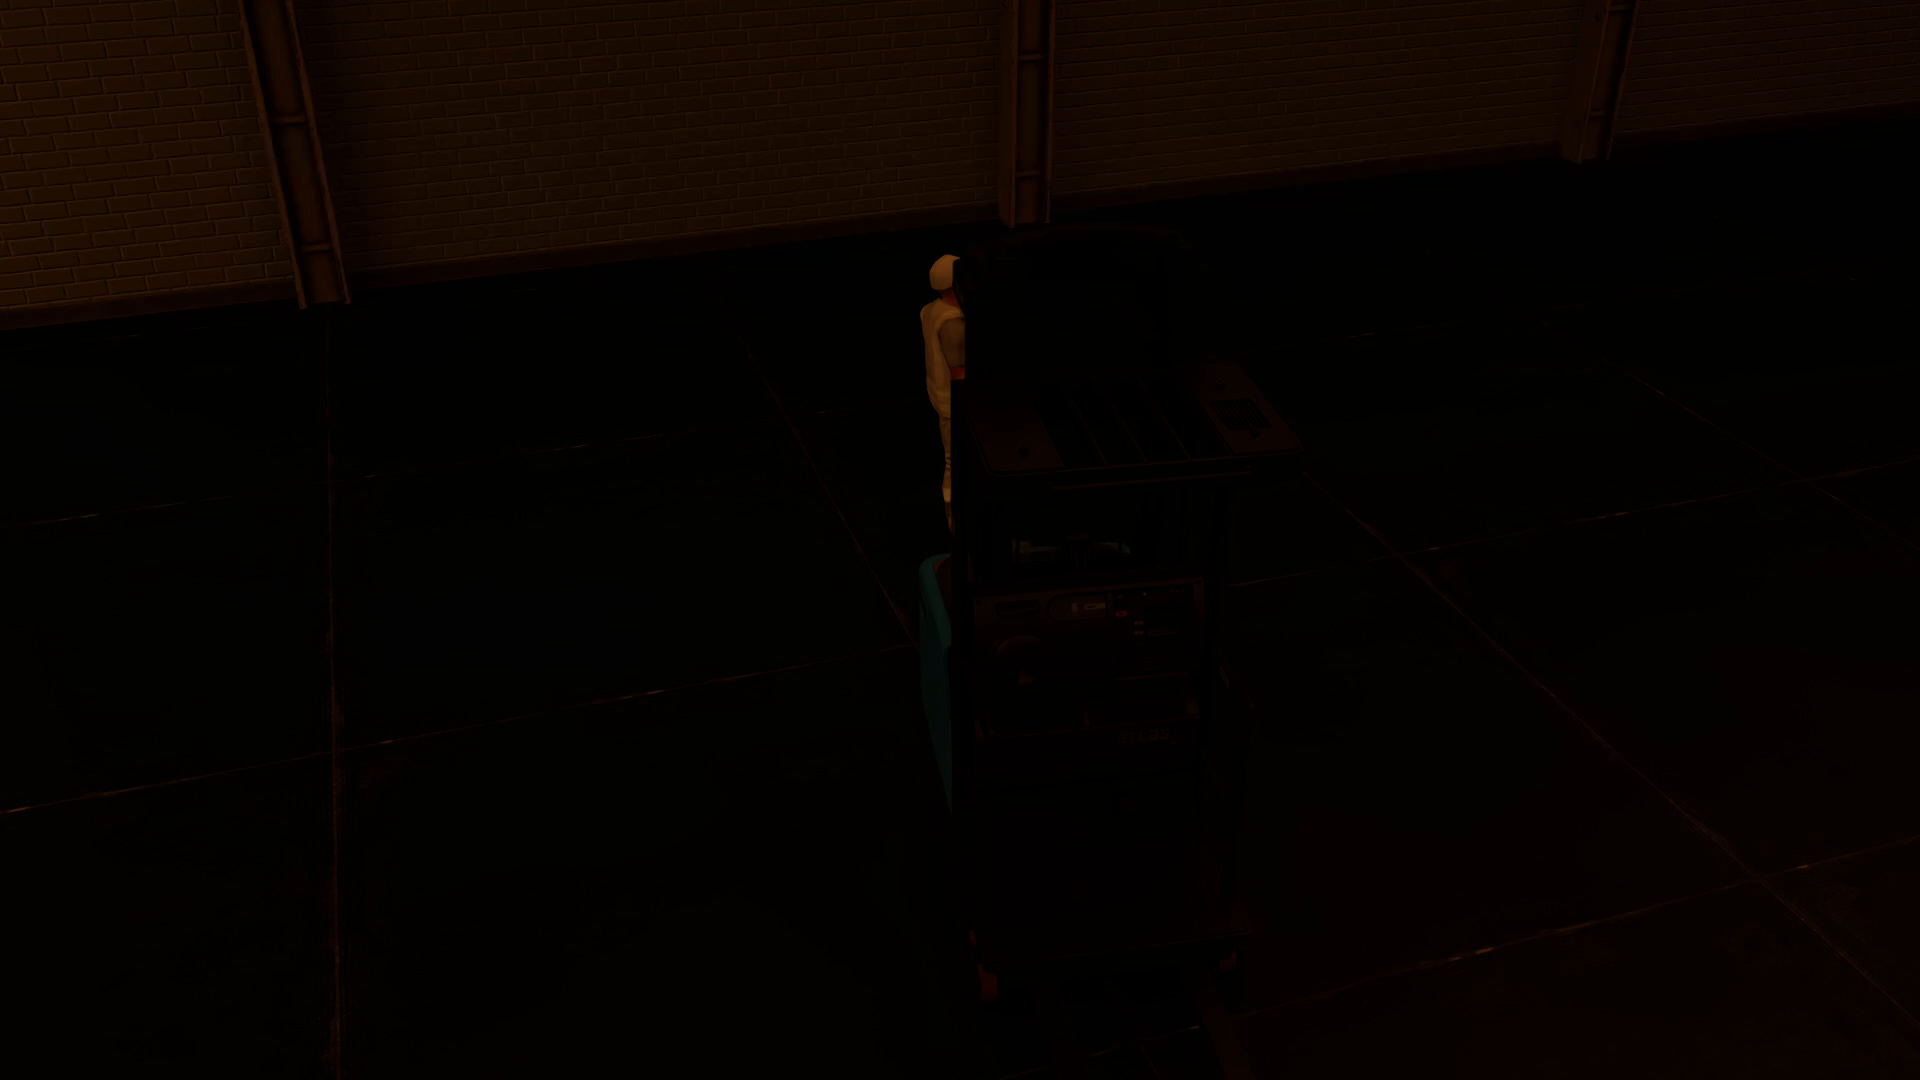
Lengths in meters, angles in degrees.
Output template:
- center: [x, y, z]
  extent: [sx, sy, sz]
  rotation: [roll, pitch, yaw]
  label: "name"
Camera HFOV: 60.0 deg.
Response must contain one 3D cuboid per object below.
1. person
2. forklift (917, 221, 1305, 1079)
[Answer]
- center: [0.080, -0.789, 9.589]
  extent: [0.562, 1.790, 0.637]
  rotation: [-10, 31, -16]
  label: "person"
- center: [0.551, 0.412, 6.371]
  extent: [1.130, 2.935, 3.031]
  rotation: [-5, 30, -8]
  label: "forklift"
